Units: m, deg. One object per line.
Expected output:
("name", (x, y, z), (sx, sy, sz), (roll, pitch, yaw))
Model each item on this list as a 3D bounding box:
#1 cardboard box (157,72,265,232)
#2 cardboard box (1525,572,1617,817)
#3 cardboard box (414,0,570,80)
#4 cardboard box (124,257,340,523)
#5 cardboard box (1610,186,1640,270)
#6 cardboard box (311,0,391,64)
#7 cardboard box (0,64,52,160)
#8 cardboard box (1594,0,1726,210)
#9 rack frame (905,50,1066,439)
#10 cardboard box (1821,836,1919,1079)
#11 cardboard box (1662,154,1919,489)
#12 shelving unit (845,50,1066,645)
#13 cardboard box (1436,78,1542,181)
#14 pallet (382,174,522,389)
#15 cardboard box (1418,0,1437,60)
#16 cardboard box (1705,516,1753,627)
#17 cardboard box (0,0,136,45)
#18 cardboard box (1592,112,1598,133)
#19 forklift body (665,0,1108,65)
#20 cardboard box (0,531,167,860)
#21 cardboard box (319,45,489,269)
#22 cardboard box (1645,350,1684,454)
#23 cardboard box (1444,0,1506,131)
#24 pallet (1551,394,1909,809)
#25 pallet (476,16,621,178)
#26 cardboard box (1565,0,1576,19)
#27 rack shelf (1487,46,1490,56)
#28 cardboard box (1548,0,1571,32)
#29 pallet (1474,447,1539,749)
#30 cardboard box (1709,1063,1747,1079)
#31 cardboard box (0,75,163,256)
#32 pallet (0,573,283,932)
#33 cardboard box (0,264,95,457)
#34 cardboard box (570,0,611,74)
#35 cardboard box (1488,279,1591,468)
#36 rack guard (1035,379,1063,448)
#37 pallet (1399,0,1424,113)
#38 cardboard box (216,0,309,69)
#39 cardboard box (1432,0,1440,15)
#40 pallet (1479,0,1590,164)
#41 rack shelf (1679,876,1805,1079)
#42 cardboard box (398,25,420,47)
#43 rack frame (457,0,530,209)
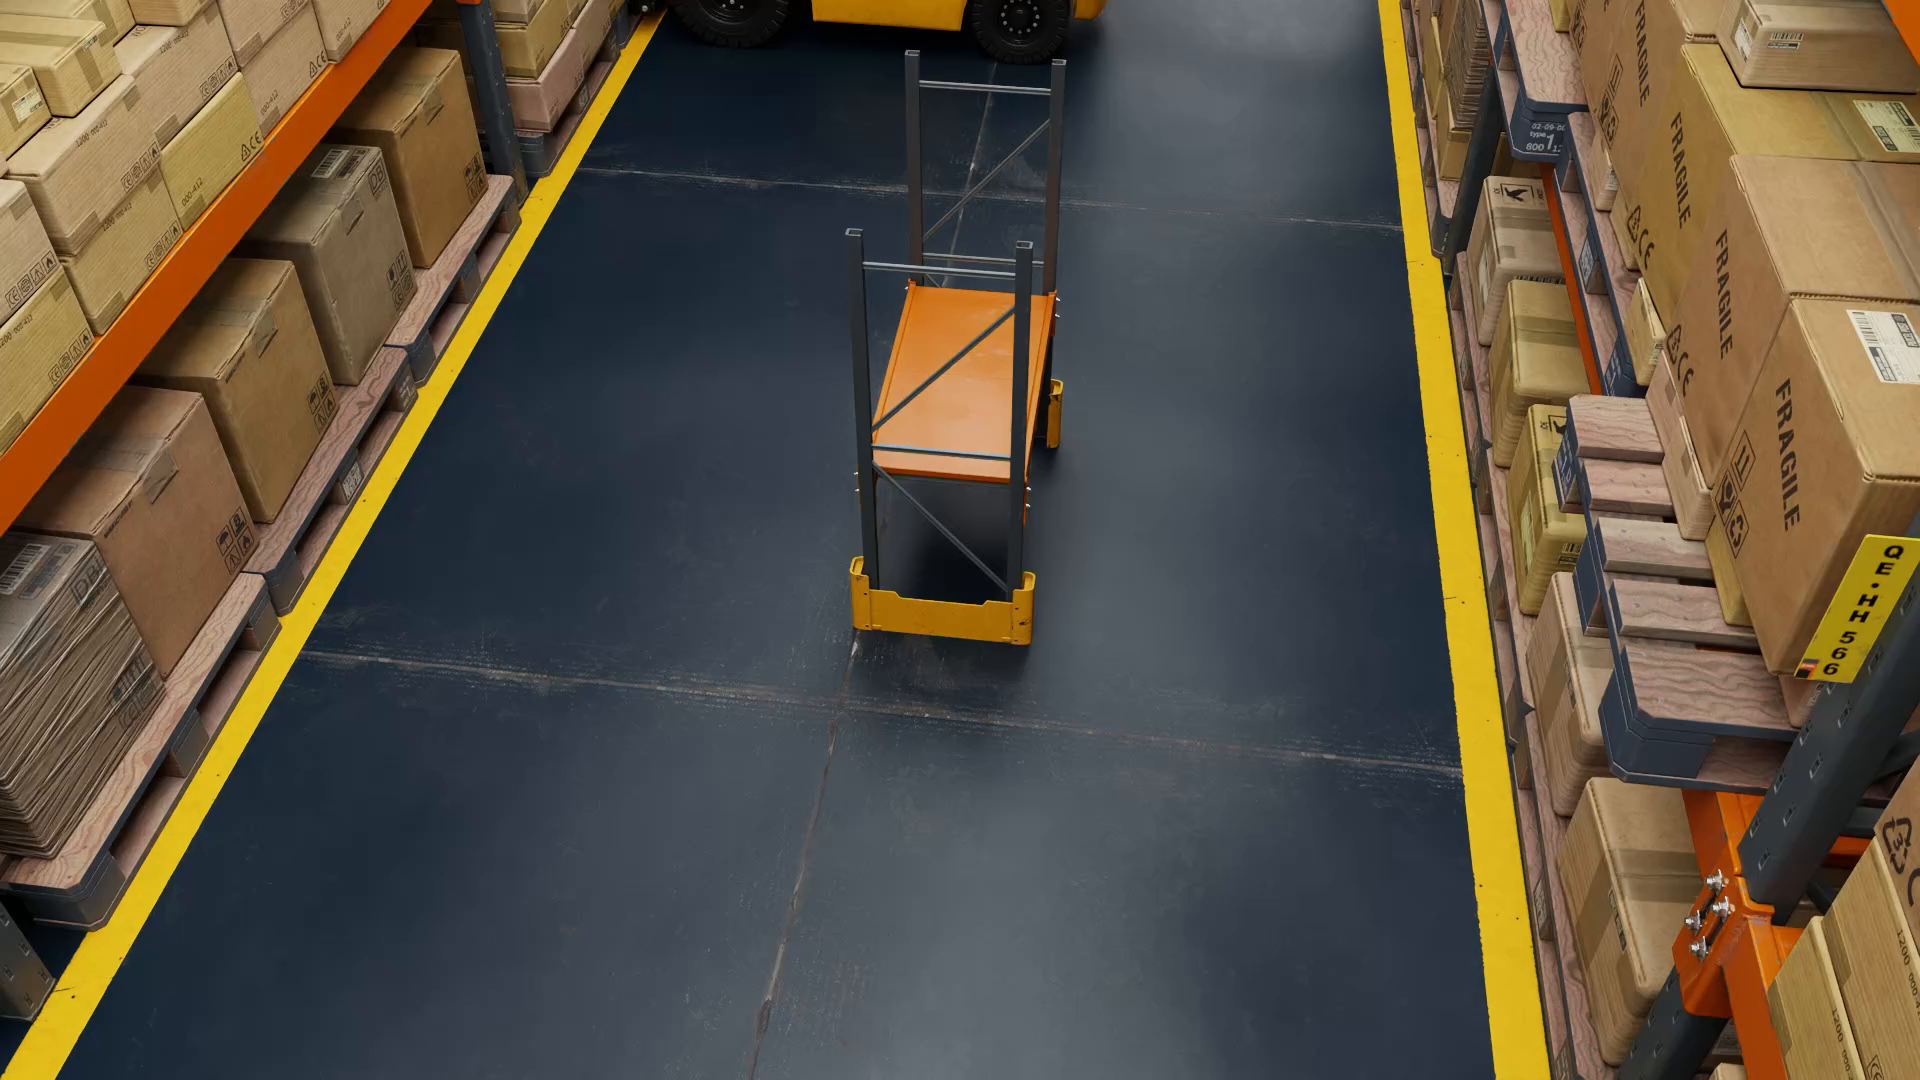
("cardboard box", (-2.435, -1.172, 4.915), (0.500, 0.250, 0.500), (7, 44, 7))
("cardboard box", (2.156, 0.464, 4.684), (0.950, 0.372, 0.625), (4, 44, 5))
("cardboard box", (-2.040, -2.262, 7.288), (0.500, 0.250, 0.500), (5, 44, 5))
("cardboard box", (-2.676, -0.518, 5.537), (0.875, 0.625, 0.625), (4, 44, 4))
("cardboard box", (1.918, -0.819, 4.311), (0.380, 0.149, 0.250), (4, 44, 4))
("cardboard box", (-2.279, -1.860, 5.642), (0.500, 0.250, 0.500), (5, 44, 5))
("cardboard box", (-2.537, -1.074, 4.158), (0.380, 0.149, 0.250), (6, 44, 6))
("cardboard box", (1.962, -1.151, 4.190), (0.500, 0.500, 0.500), (4, 44, 4))
("rack frame", (0.078, -0.949, 5.662), (0.500, 1.500, 0.032), (5, 44, 6))
("cardboard box", (1.670, 0.746, 2.526), (0.500, 0.250, 0.500), (5, 44, 5))
("cardboard box", (1.824, -0.435, 3.434), (0.500, 0.500, 0.500), (5, 44, 5))
("shelving unit", (0.010, -0.597, 5.289), (0.587, 1.500, 1.083), (5, 44, 6))
("cardboard box", (2.322, -1.758, 7.119), (0.500, 0.250, 0.500), (7, 44, 7))
("pallet", (-2.469, -1.107, 6.765), (1.003, 0.211, 1.213), (5, 44, 6))
("cardboard box", (2.454, -2.467, 7.869), (0.500, 0.250, 0.500), (6, 44, 6))
("cardboard box", (1.755, 0.055, 3.388), (0.380, 0.149, 0.250), (6, 44, 6))
("cardboard box", (-2.506, -1.428, 4.532), (0.380, 0.149, 0.250), (5, 44, 6))
("cardboard box", (2.011, -1.180, 4.692), (0.380, 0.149, 0.250), (6, 44, 6))
("forklift body", (-0.324, -3.584, 7.971), (2.313, 2.155, 1.214), (5, 44, 6))
("cardboard box", (-2.843, 0.387, 4.581), (0.875, 0.625, 0.625), (7, 44, 7))
("cardboard box", (-2.468, -1.558, 6.636), (0.875, 0.625, 0.625), (7, 44, 7))
("cardboard box", (1.785, -0.292, 3.754), (0.380, 0.149, 0.250), (3, 44, 4))
("cardboard box", (2.323, -2.030, 6.861), (0.500, 0.500, 0.500), (5, 44, 5))
("pallet", (1.970, 0.124, 3.577), (1.213, 0.211, 1.003), (5, 44, 6))
("pallet", (-2.264, -2.150, 7.867), (1.003, 0.211, 1.213), (5, 44, 6))
("cardboard box", (2.098, -1.838, 4.915), (0.500, 0.500, 0.500), (5, 44, 6))
("rack shelf", (2.775, -3.278, 7.553), (1.077, 0.370, 4.000), (5, 44, 6))
("cardboard box", (2.082, -1.720, 5.262), (0.380, 0.149, 0.250), (6, 44, 6))
("pallet", (2.250, 0.201, 5.384), (1.003, 0.211, 1.213), (5, 44, 6))
("cardboard box", (1.808, 1.632, 3.084), (0.875, 0.875, 0.875), (5, 44, 5))
("cardboard box", (-2.484, -1.002, 4.372), (0.500, 0.250, 0.500), (4, 44, 4))
("pallet", (-2.792, 0.556, 5.009), (1.003, 0.211, 1.213), (5, 44, 6))
("cardboard box", (-2.567, -0.467, 4.170), (0.500, 0.250, 0.500), (4, 44, 5))
("cardboard box", (-1.966, -2.426, 7.825), (0.500, 0.250, 0.500), (4, 44, 5))
("cardboard box", (2.352, -0.526, 5.730), (0.950, 0.372, 0.625), (8, 44, 8))
("rack guard", (0.076, -0.482, 6.077), (0.587, 0.250, 0.087), (5, 44, 6))
("pallet", (2.723, -2.458, 8.193), (1.003, 0.211, 1.213), (5, 44, 6))
("cardboard box", (-2.356, -1.695, 5.104), (0.500, 0.250, 0.500), (6, 44, 6))
("cardboard box", (2.454, -2.725, 7.595), (0.500, 0.500, 0.500), (7, 44, 8))
("pallet", (2.265, -1.599, 5.396), (1.003, 0.211, 1.213), (5, 44, 6))
("rack shelf", (1.717, 2.174, 1.795), (1.077, 0.370, 4.000), (5, 44, 6))
("cardboard box", (-2.549, -2.311, 7.340), (0.500, 0.250, 0.500), (4, 44, 5))
("rack frame", (-2.410, -2.625, 6.340), (1.000, 3.000, 0.127), (5, 44, 6))
